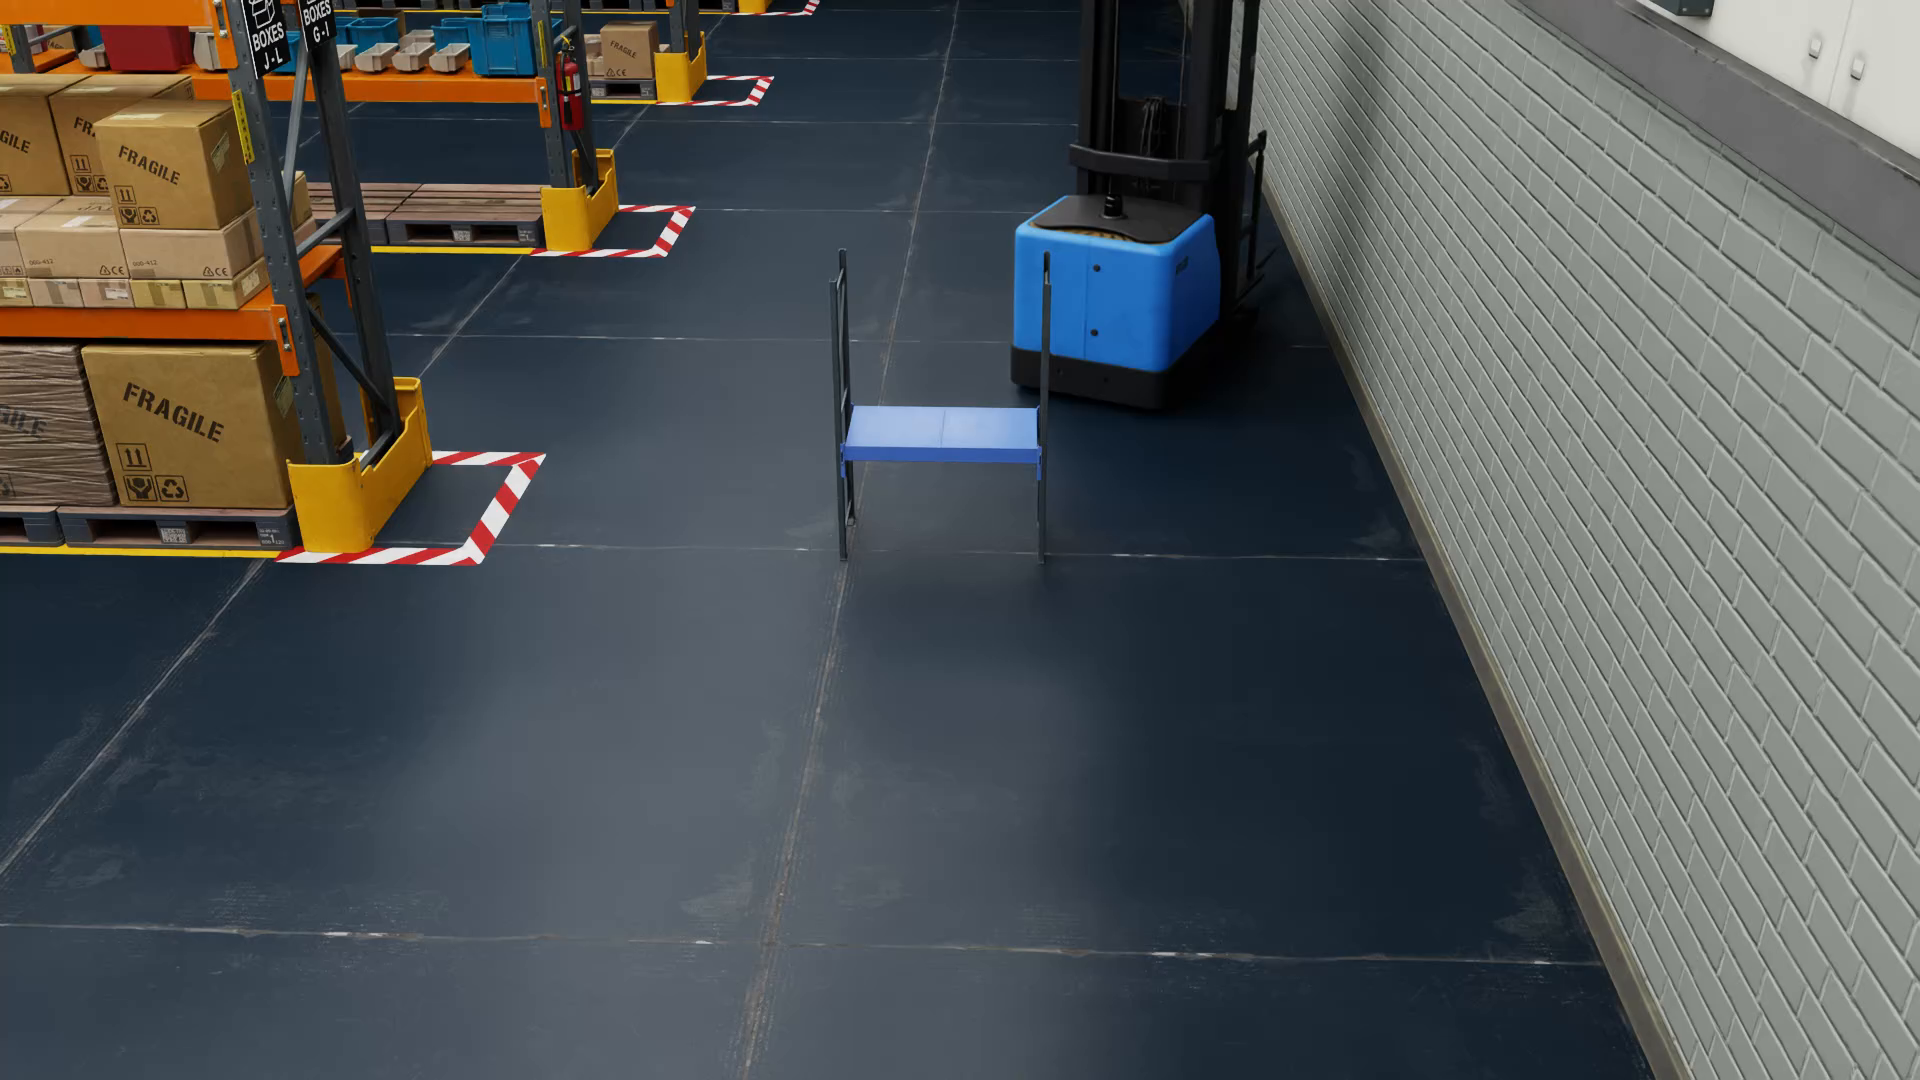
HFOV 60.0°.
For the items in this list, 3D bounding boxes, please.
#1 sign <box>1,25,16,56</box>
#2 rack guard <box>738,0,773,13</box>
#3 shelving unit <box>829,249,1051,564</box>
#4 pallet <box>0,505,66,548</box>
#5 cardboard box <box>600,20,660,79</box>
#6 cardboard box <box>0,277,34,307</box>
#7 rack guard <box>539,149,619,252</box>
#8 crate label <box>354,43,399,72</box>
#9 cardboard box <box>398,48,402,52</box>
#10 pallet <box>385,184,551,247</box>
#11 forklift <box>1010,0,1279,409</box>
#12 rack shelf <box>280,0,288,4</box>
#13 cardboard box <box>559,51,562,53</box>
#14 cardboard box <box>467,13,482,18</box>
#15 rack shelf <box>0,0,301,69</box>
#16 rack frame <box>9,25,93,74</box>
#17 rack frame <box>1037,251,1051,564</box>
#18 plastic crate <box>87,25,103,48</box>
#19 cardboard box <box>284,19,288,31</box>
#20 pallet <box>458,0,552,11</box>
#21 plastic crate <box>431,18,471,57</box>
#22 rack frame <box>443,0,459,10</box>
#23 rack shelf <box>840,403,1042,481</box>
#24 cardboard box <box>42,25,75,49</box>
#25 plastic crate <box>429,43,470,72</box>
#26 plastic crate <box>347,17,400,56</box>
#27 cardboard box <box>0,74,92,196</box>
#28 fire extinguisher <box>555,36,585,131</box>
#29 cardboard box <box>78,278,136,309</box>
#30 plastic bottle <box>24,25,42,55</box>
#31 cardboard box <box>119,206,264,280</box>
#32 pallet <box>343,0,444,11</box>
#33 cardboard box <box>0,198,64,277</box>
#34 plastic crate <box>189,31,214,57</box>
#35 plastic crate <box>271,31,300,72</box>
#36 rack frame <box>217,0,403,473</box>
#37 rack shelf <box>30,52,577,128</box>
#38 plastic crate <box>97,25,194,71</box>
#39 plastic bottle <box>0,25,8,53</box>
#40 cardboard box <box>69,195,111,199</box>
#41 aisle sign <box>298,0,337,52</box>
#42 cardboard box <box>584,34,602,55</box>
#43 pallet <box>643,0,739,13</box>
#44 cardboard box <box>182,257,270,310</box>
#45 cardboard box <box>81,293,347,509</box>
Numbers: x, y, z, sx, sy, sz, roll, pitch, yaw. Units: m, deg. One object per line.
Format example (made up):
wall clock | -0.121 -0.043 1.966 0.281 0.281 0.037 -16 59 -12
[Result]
sign | -7.099 -3.781 12.384 0.005 0.325 0.100 1 28 2
rack guard | -2.706 -7.382 22.143 0.348 0.500 1.175 1 28 2
shelving unit | -0.085 -0.664 8.401 1.048 1.500 0.538 1 28 2
pallet | -5.273 -0.298 9.086 1.213 0.211 1.003 1 28 2
cardboard box | -3.453 -5.152 17.466 0.500 0.500 0.500 1 28 2
cardboard box | -4.643 -1.289 8.247 0.250 0.149 0.380 0 28 1
rack guard | -3.055 -2.751 13.406 0.348 0.500 1.175 1 28 2
crate label | -4.470 -3.693 12.732 0.243 0.136 0.396 1 28 2
cardboard box | -5.943 -5.315 18.147 0.250 0.149 0.380 1 28 2
pallet | -3.903 -2.650 13.523 1.213 0.211 1.003 1 28 2
forklift | 1.420 -2.753 10.814 1.130 2.935 3.031 13 31 23
rack shelf | -8.898 -5.950 17.539 4.000 0.370 1.077 1 28 2
cardboard box | -4.402 -5.071 17.580 0.500 0.250 0.500 1 28 2
cardboard box | -5.021 -5.297 17.736 0.637 0.503 0.797 1 28 2
rack shelf | -5.253 -2.572 7.965 4.000 0.370 1.077 1 28 2
rack frame | -7.077 -3.916 12.935 0.127 3.000 1.000 1 28 2
rack frame | 0.423 -0.656 8.386 0.032 1.500 0.500 1 28 2
plastic crate | -6.599 -4.088 13.211 0.575 0.384 0.392 1 28 2
cardboard box | -7.402 -5.199 17.553 0.500 0.500 0.500 1 28 2
pallet | -5.971 -7.272 22.243 1.213 0.211 1.003 1 28 2
plastic crate | -3.973 -3.972 13.154 0.300 0.233 0.416 1 28 2
rack frame | -6.728 -8.553 21.683 0.127 3.000 1.000 1 28 2
rack shelf | -0.085 -0.505 8.486 1.000 0.185 0.538 1 28 2
cardboard box | -9.427 -5.233 17.618 0.500 0.500 0.500 1 28 1
plastic crate | -3.901 -3.689 12.723 0.243 0.136 0.396 1 28 2
plastic crate | -4.631 -3.983 13.175 0.300 0.233 0.416 1 28 2
cardboard box | -4.743 -2.076 8.506 0.500 0.500 0.500 0 28 0
fire extinguisher | -2.945 -3.436 12.510 0.183 0.674 0.296 1 28 2
cardboard box | -4.134 -1.281 8.231 0.250 0.149 0.380 1 28 2
plastic bottle | -7.458 -4.053 13.245 0.185 0.351 0.144 1 28 2
cardboard box | -3.748 -1.481 8.183 0.500 0.250 0.500 1 28 1
pallet | -7.502 -7.299 22.293 1.213 0.211 1.003 1 28 2
cardboard box | -4.764 -1.498 8.215 0.500 0.250 0.500 0 28 0
plastic crate | -5.949 -3.928 13.188 0.590 0.125 0.437 1 28 2
plastic crate | -5.141 -3.717 12.673 0.300 0.233 0.416 1 28 2
rack frame | -3.255 -1.532 8.437 0.127 3.000 1.000 1 28 2
rack shelf | -5.079 -3.565 13.041 4.000 0.370 1.077 1 28 2
plastic crate | -6.194 -3.839 12.657 0.583 0.464 0.402 1 28 2
plastic bottle | -7.678 -4.030 13.361 0.097 0.201 0.097 0 28 0
cardboard box | -4.245 -1.737 8.666 0.500 0.250 0.500 1 28 1
aisle sign | -3.172 -2.820 8.091 0.004 0.787 0.394 1 28 2
cardboard box | -3.934 -5.298 18.008 0.500 0.250 0.500 1 28 2
pallet | -3.532 -7.232 22.167 1.213 0.211 1.003 1 28 2
cardboard box | -3.622 -1.272 8.216 0.250 0.149 0.380 1 28 3
cardboard box | -3.897 -0.752 8.785 0.875 0.875 0.875 1 28 2
